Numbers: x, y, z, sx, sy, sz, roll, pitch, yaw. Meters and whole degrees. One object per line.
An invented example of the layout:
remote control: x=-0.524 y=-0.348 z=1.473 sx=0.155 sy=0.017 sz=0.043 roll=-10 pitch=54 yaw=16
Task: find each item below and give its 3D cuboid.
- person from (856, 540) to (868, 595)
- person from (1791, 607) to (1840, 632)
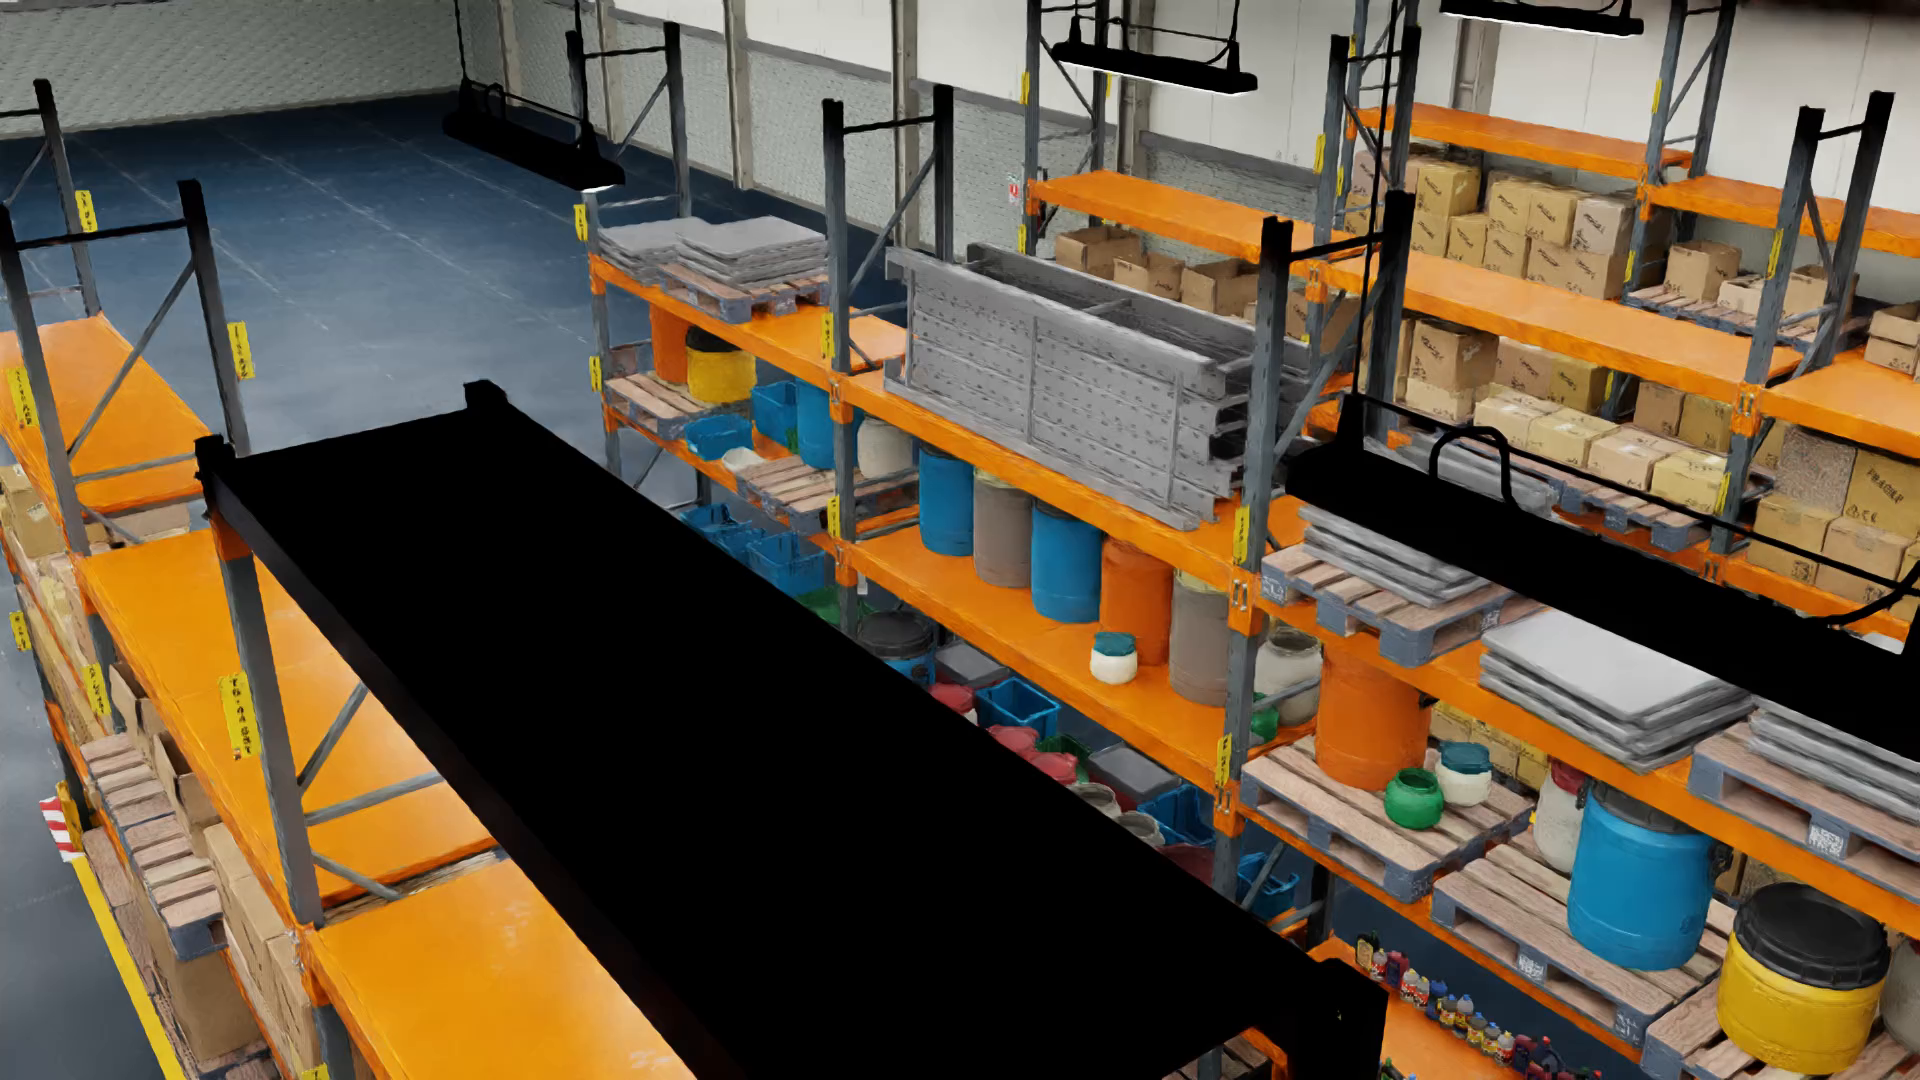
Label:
person: x=-1.068 y=-0.245 z=17.414 sx=0.594 sy=1.772 sz=0.627 roll=8 pitch=26 yaw=16
person: x=7.644 y=0.940 z=15.018 sx=0.455 sy=1.612 sz=1.018 roll=-18 pitch=30 yaw=-34
